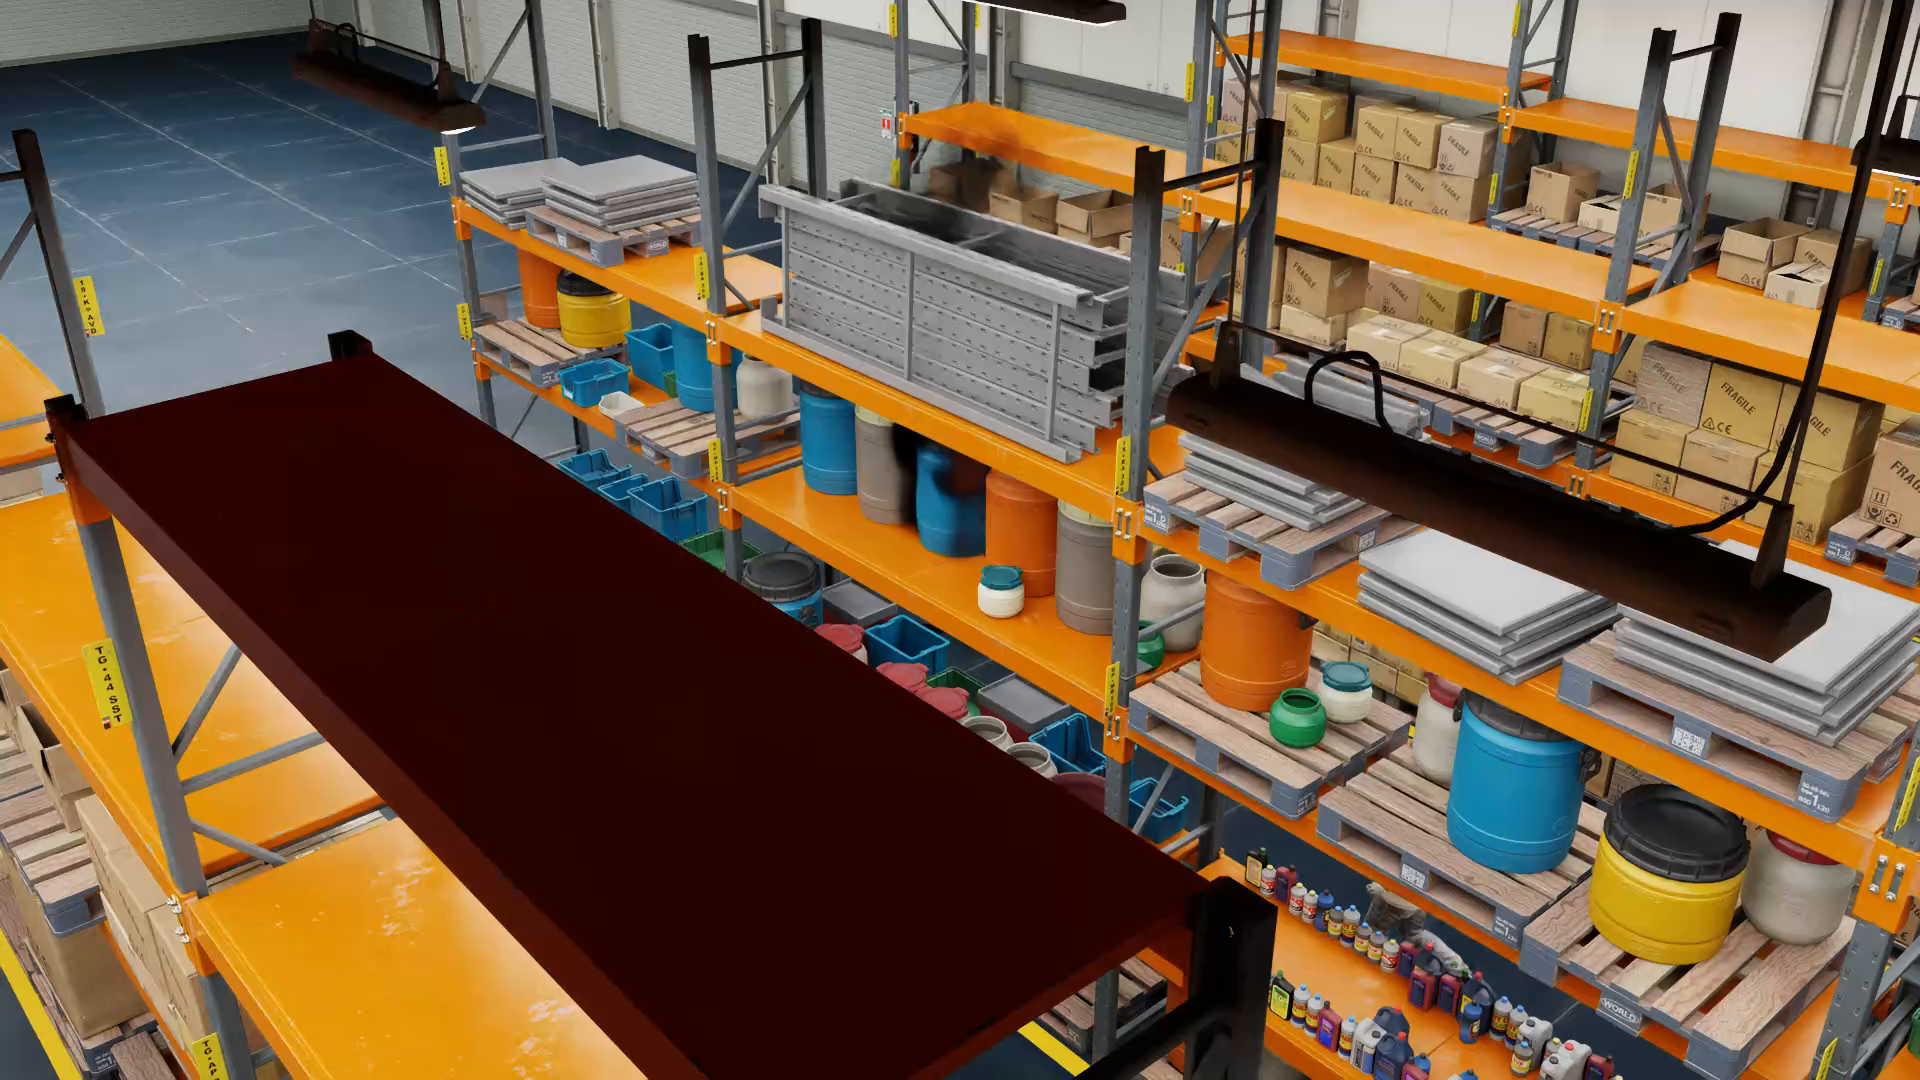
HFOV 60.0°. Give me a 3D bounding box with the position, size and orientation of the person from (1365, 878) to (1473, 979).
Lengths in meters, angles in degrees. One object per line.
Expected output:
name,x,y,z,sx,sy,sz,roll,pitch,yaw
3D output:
person,2.997,2.319,10.990,0.691,1.706,0.930,-23,35,-38

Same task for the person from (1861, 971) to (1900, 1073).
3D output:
person,5.761,2.904,10.097,0.569,1.617,0.529,-24,35,-39

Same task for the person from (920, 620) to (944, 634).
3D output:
person,-0.292,0.122,15.495,0.654,1.688,0.674,22,34,36

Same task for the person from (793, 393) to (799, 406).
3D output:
person,-2.372,-2.200,20.036,0.899,1.671,0.607,-10,29,-19
